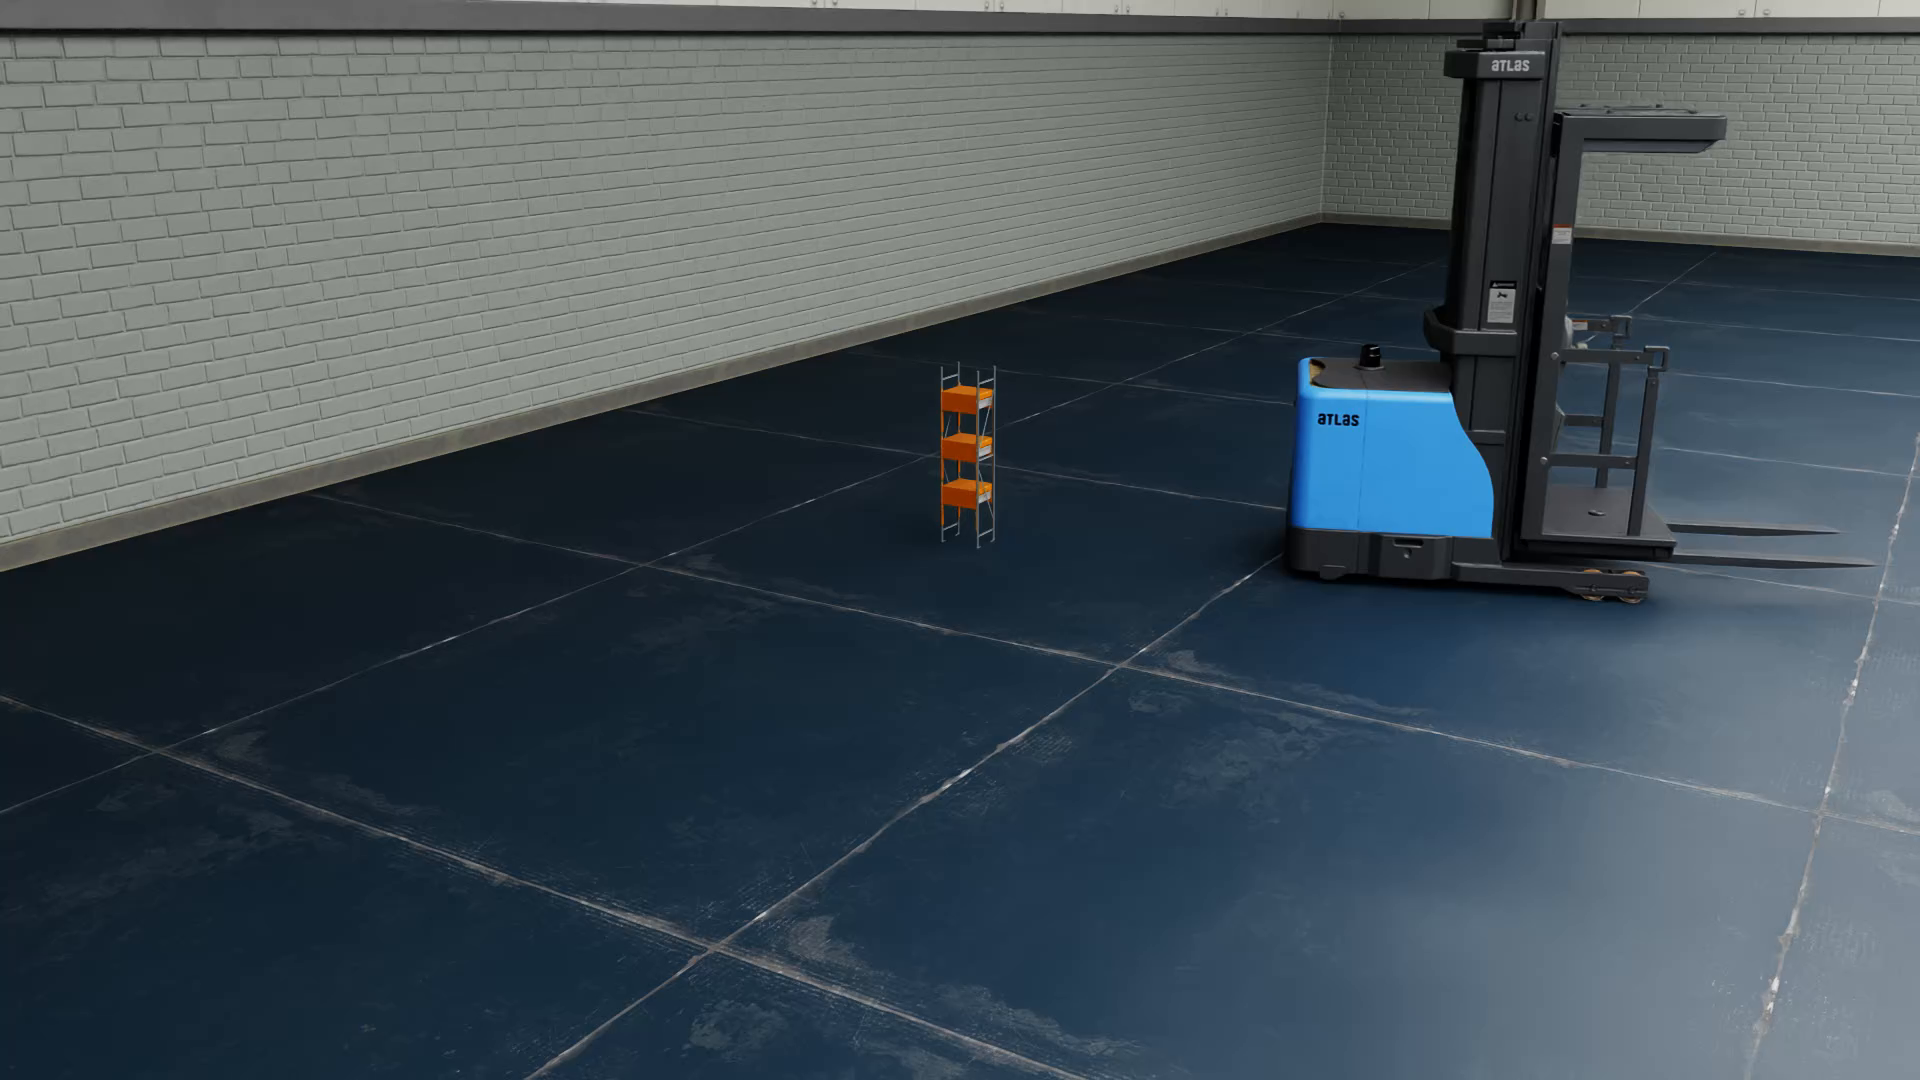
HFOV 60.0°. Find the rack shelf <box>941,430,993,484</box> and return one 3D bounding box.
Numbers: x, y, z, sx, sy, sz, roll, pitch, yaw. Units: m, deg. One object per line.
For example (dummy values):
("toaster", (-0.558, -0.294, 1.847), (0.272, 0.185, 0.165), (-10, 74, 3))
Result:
("rack shelf", (0.046, -0.484, 9.705), (0.240, 0.259, 0.215), (10, 20, 30))

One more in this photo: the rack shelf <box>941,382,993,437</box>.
("rack shelf", (0.046, -0.756, 9.622), (0.240, 0.259, 0.215), (10, 20, 30))

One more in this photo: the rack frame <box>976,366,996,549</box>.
("rack frame", (0.150, -0.476, 9.641), (0.008, 1.050, 0.200), (10, 20, 30))

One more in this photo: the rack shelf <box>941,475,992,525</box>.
("rack shelf", (0.046, -0.218, 9.786), (0.240, 0.259, 0.215), (10, 20, 30))

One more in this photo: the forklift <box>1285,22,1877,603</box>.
("forklift", (3.366, -1.237, 8.911), (3.031, 2.935, 1.130), (3, 17, 10))

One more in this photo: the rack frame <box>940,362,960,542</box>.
("rack frame", (-0.058, -0.513, 9.763), (0.008, 1.050, 0.200), (10, 20, 30))

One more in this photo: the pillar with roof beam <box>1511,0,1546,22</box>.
("pillar with roof beam", (5.993, -7.848, 20.234), (0.400, 9.000, 9.100), (10, 20, 30))

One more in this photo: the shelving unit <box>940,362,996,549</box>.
("shelving unit", (0.046, -0.494, 9.702), (0.252, 1.050, 0.215), (10, 20, 30))
